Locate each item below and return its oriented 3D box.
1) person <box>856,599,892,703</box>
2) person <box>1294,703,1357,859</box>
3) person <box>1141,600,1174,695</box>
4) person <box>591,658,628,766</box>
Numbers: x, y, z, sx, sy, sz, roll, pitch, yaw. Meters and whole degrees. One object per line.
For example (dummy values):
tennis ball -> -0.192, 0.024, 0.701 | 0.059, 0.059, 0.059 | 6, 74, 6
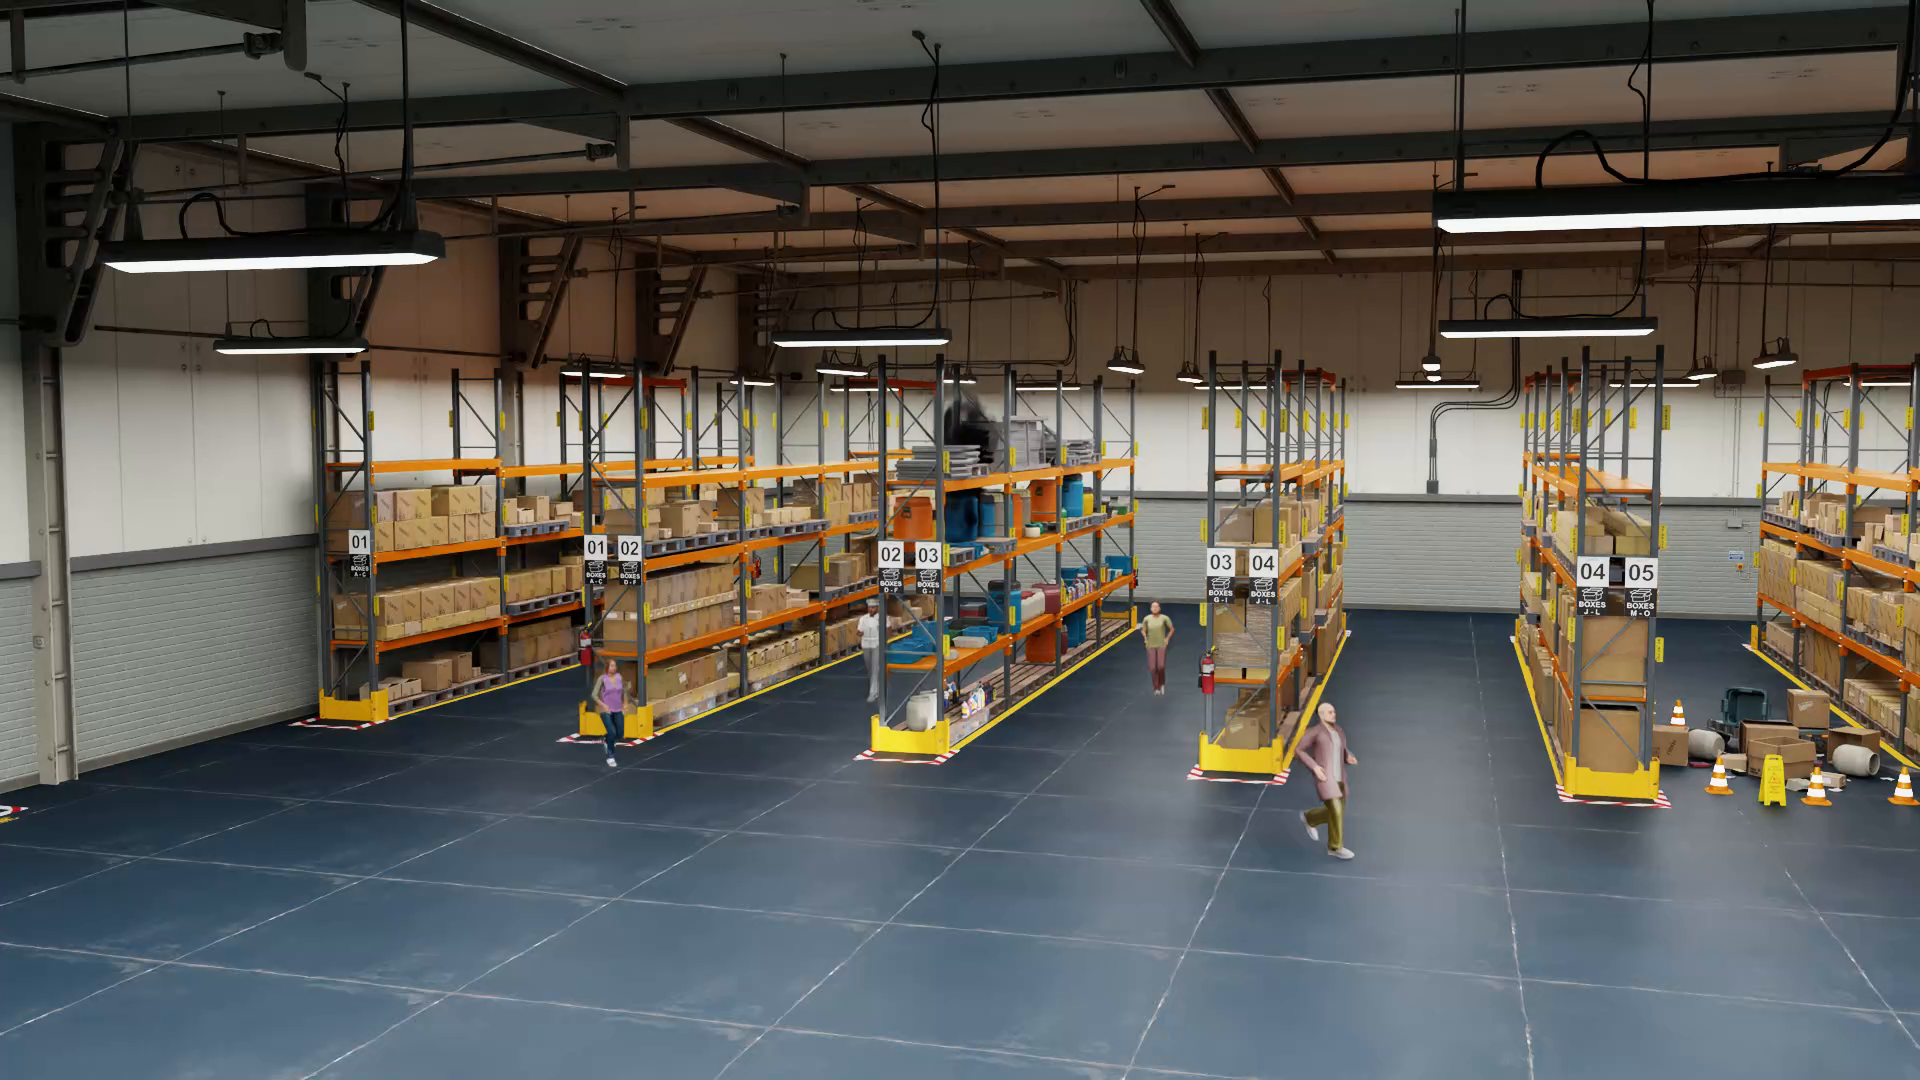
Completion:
person -> -1.475, 1.853, 27.953 | 0.575, 1.743, 0.842 | 1, 4, 13
person -> 4.231, 2.756, 19.233 | 0.720, 1.745, 0.897 | -3, 5, -35
person -> 3.369, 1.856, 28.559 | 0.556, 1.648, 0.507 | 1, 4, 15
person -> -5.126, 2.500, 24.303 | 0.581, 1.567, 0.572 | -3, 5, -39
